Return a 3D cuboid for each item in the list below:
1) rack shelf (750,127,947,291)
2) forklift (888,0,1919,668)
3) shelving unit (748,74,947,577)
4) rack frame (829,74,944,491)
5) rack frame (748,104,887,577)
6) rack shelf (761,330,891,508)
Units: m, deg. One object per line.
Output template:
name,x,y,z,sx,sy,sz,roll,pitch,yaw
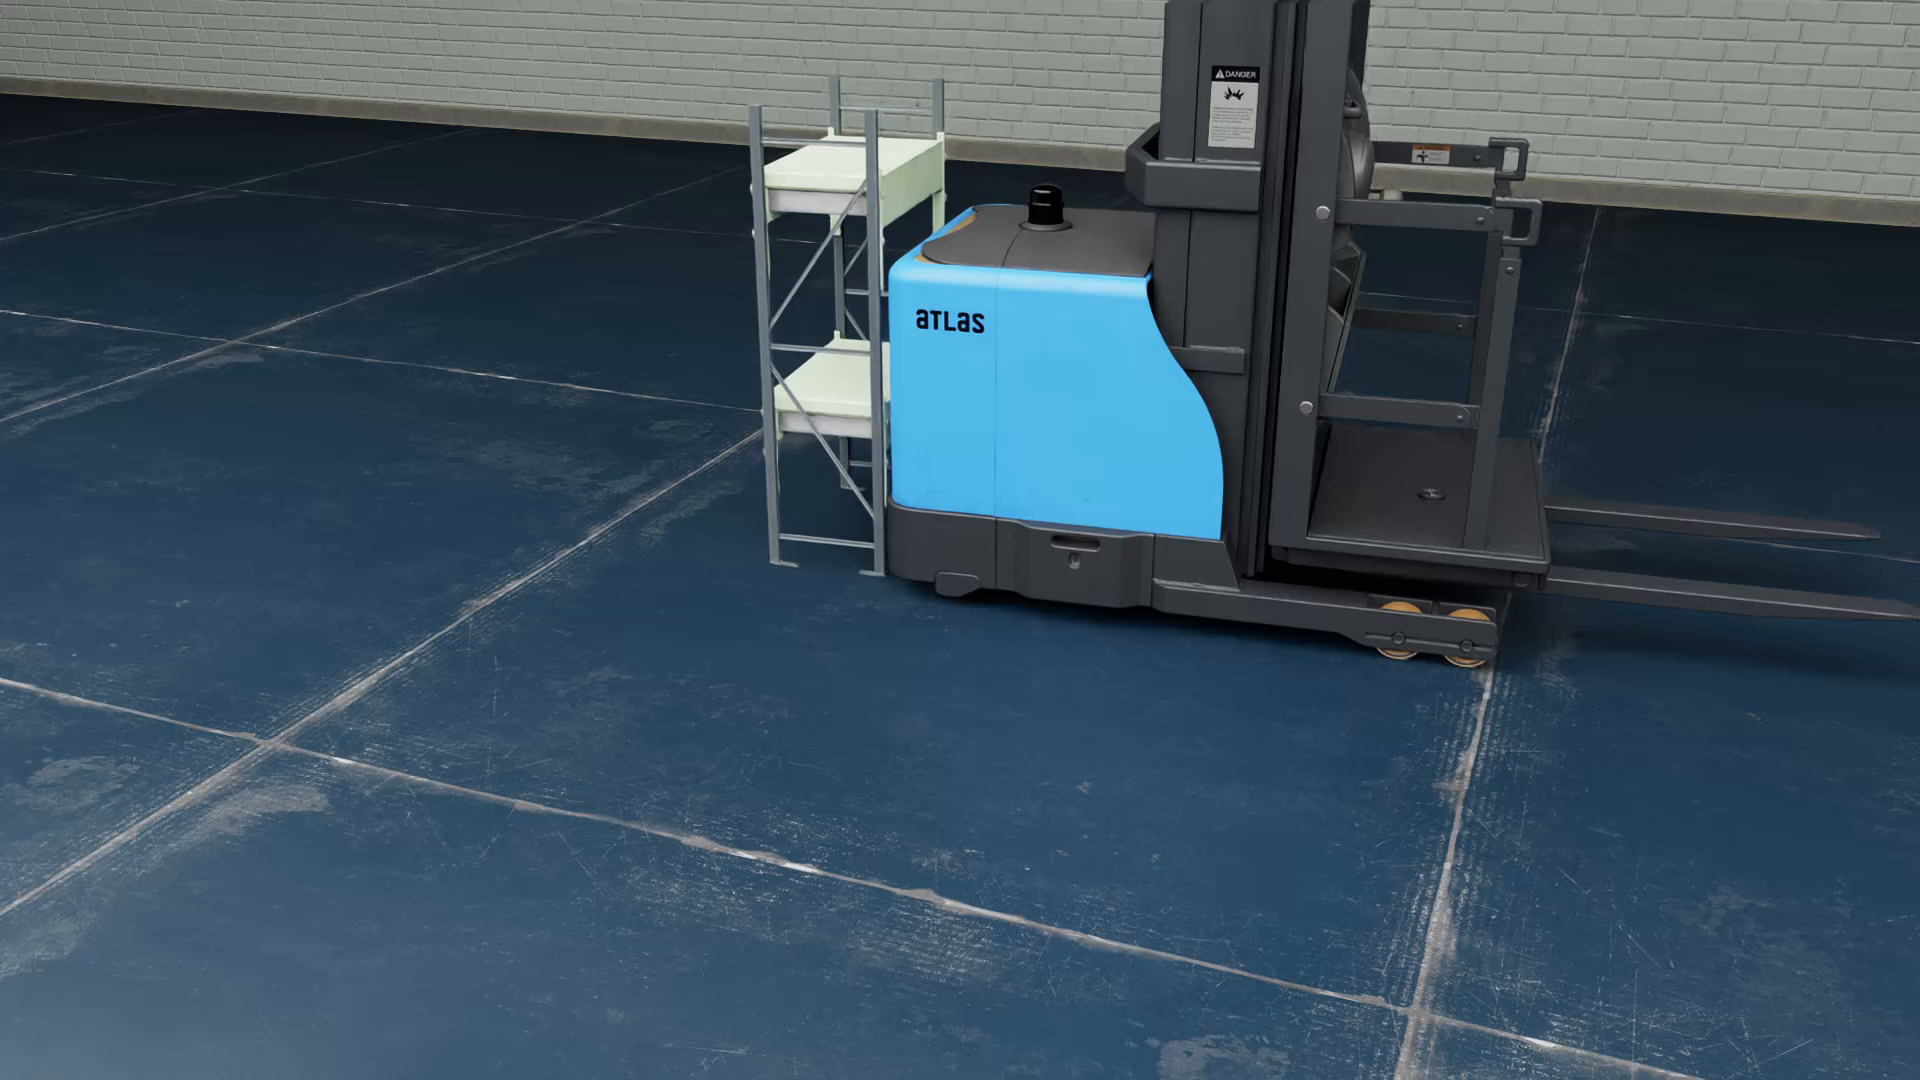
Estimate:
rack shelf,-0.343,-1.090,5.401,0.431,0.370,0.720,6,23,14
forklift,1.346,-1.208,4.840,3.031,2.935,1.130,6,23,14
shelving unit,-0.343,-0.730,5.551,0.431,1.500,0.755,6,23,14
rack frame,-0.249,-0.866,5.878,0.400,1.500,0.023,6,23,14
rack frame,-0.438,-0.594,5.225,0.400,1.500,0.023,6,23,14
rack shelf,-0.343,-0.429,5.677,0.431,0.370,0.720,6,23,14
